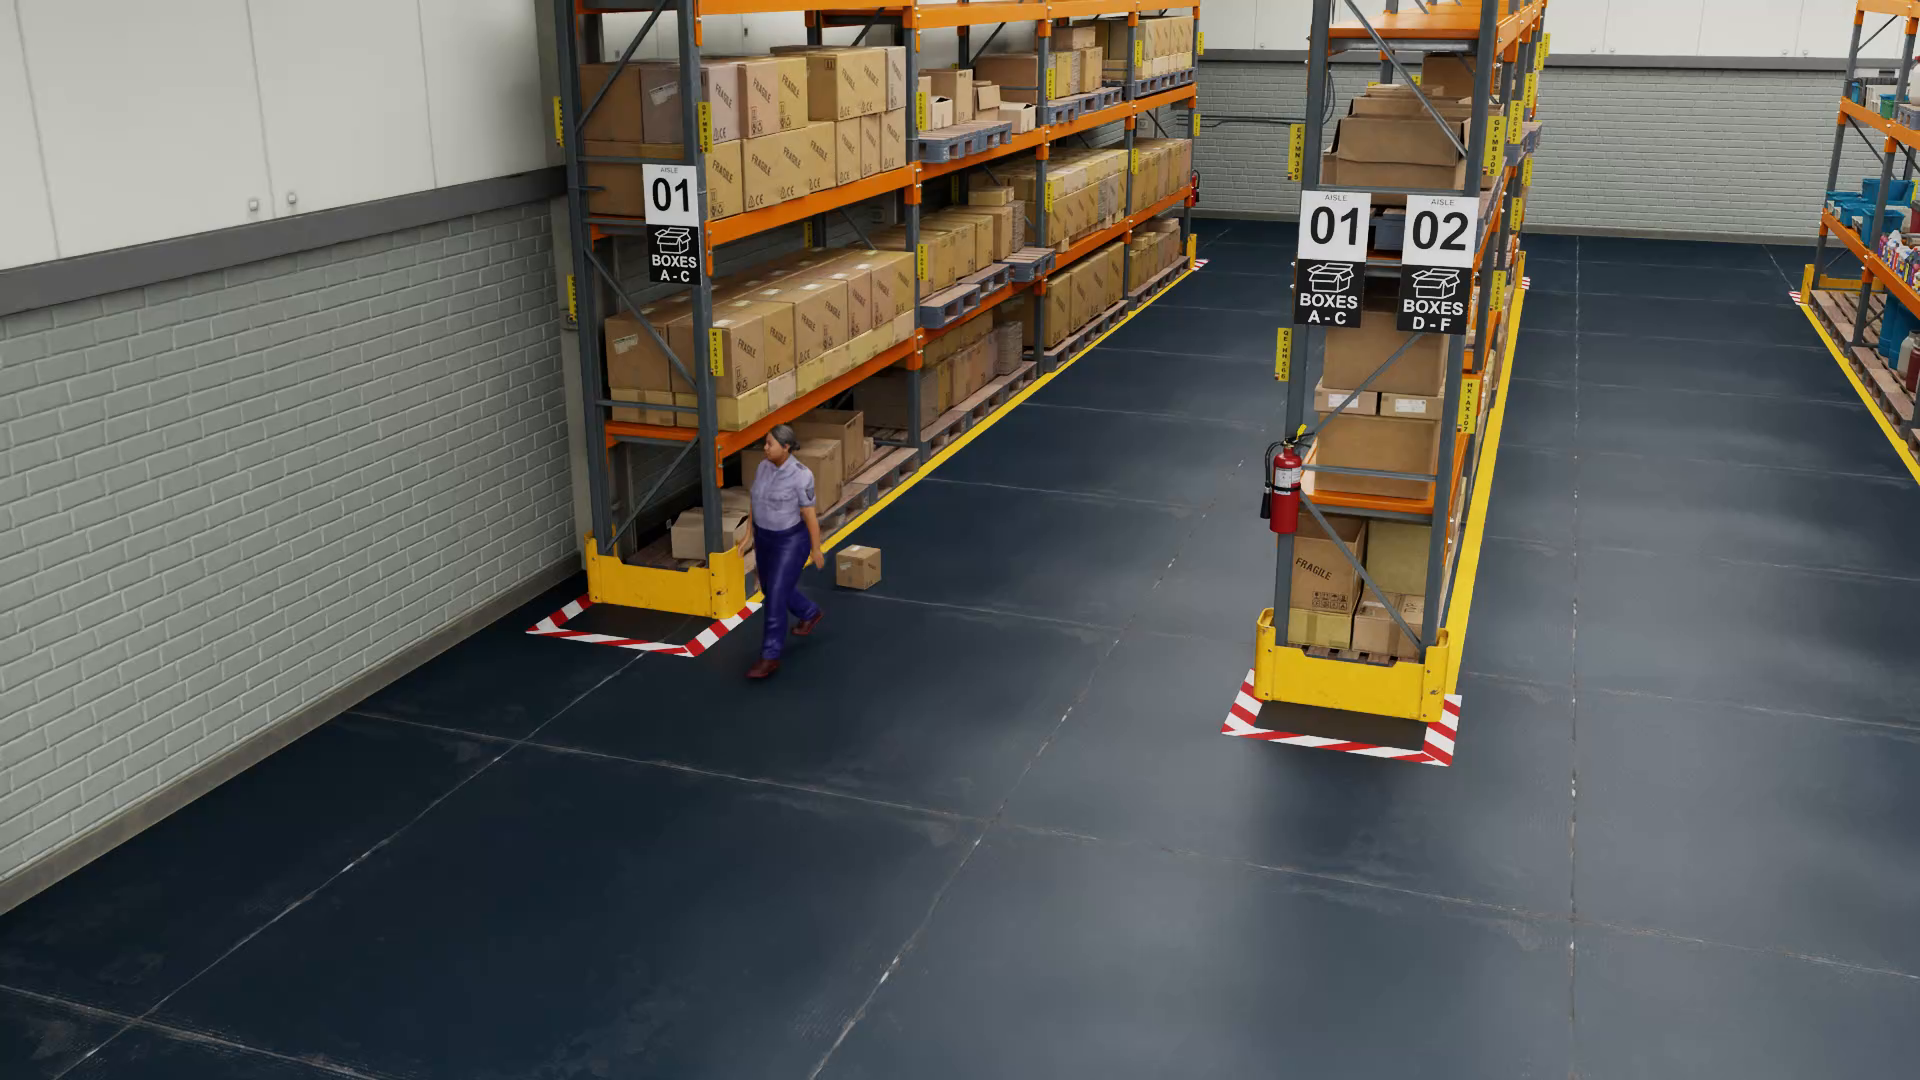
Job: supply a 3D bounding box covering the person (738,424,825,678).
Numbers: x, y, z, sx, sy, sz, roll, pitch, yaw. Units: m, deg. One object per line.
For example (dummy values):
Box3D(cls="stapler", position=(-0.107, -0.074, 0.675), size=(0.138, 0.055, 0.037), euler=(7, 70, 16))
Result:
Box3D(cls="person", position=(-1.185, 0.018, 11.004), size=(0.529, 1.608, 0.899), euler=(14, 23, 35))
